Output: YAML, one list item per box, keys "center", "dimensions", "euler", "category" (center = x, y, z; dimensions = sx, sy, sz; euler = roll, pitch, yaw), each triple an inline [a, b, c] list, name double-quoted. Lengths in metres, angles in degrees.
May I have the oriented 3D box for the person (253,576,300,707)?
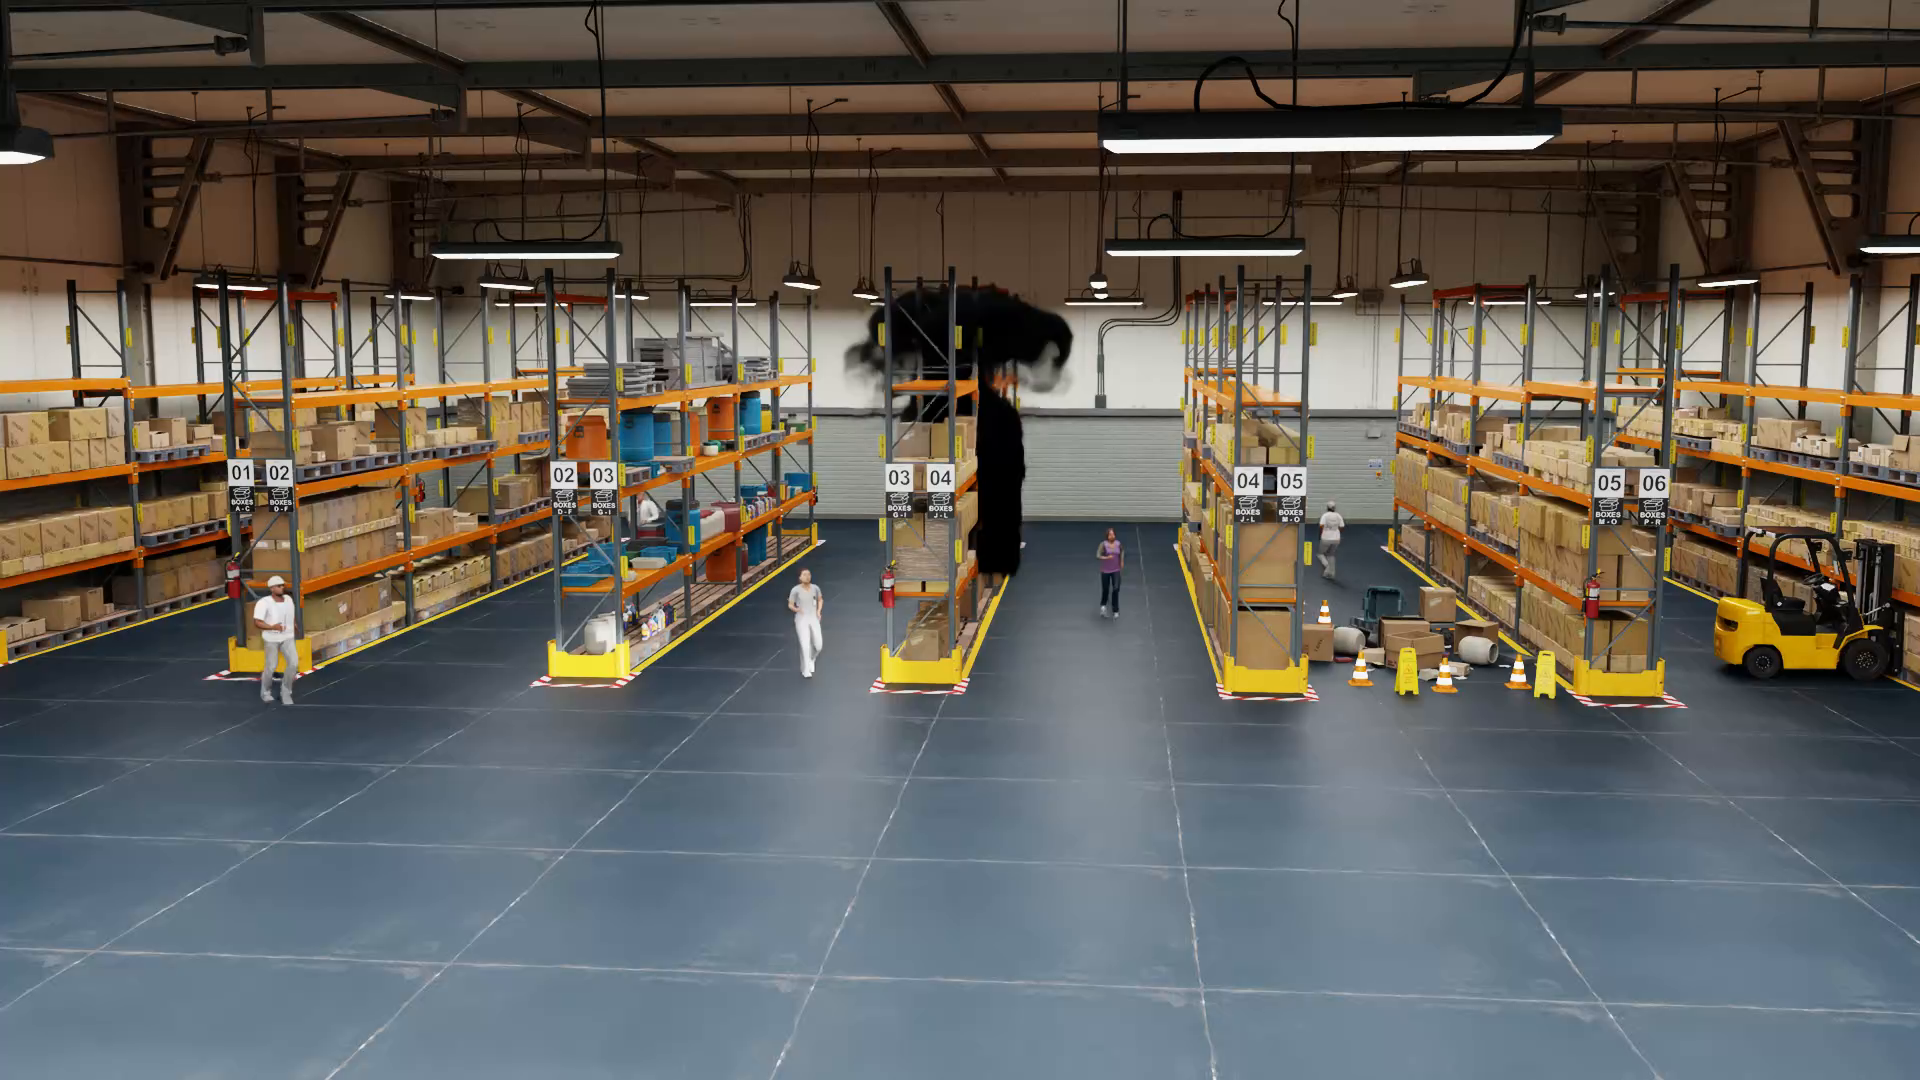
- center: [-9.281, 1.387, 22.696]
  dimensions: [0.706, 1.808, 0.714]
  euler: [6, 9, 40]
  category: "person"

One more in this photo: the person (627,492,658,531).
- center: [-6.794, -0.150, 35.589]
  dimensions: [0.729, 1.689, 1.087]
  euler: [1, 7, 9]
  category: "person"

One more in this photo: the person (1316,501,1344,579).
- center: [7.681, -0.008, 34.653]
  dimensions: [0.599, 1.620, 0.540]
  euler: [-1, 7, -10]
  category: "person"

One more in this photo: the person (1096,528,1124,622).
- center: [2.675, 0.593, 29.691]
  dimensions: [0.565, 1.631, 0.778]
  euler: [-1, 7, -7]
  category: "person"

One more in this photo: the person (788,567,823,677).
- center: [-2.241, 1.220, 24.518]
  dimensions: [0.556, 1.617, 0.551]
  euler: [-3, 7, -21]
  category: "person"
